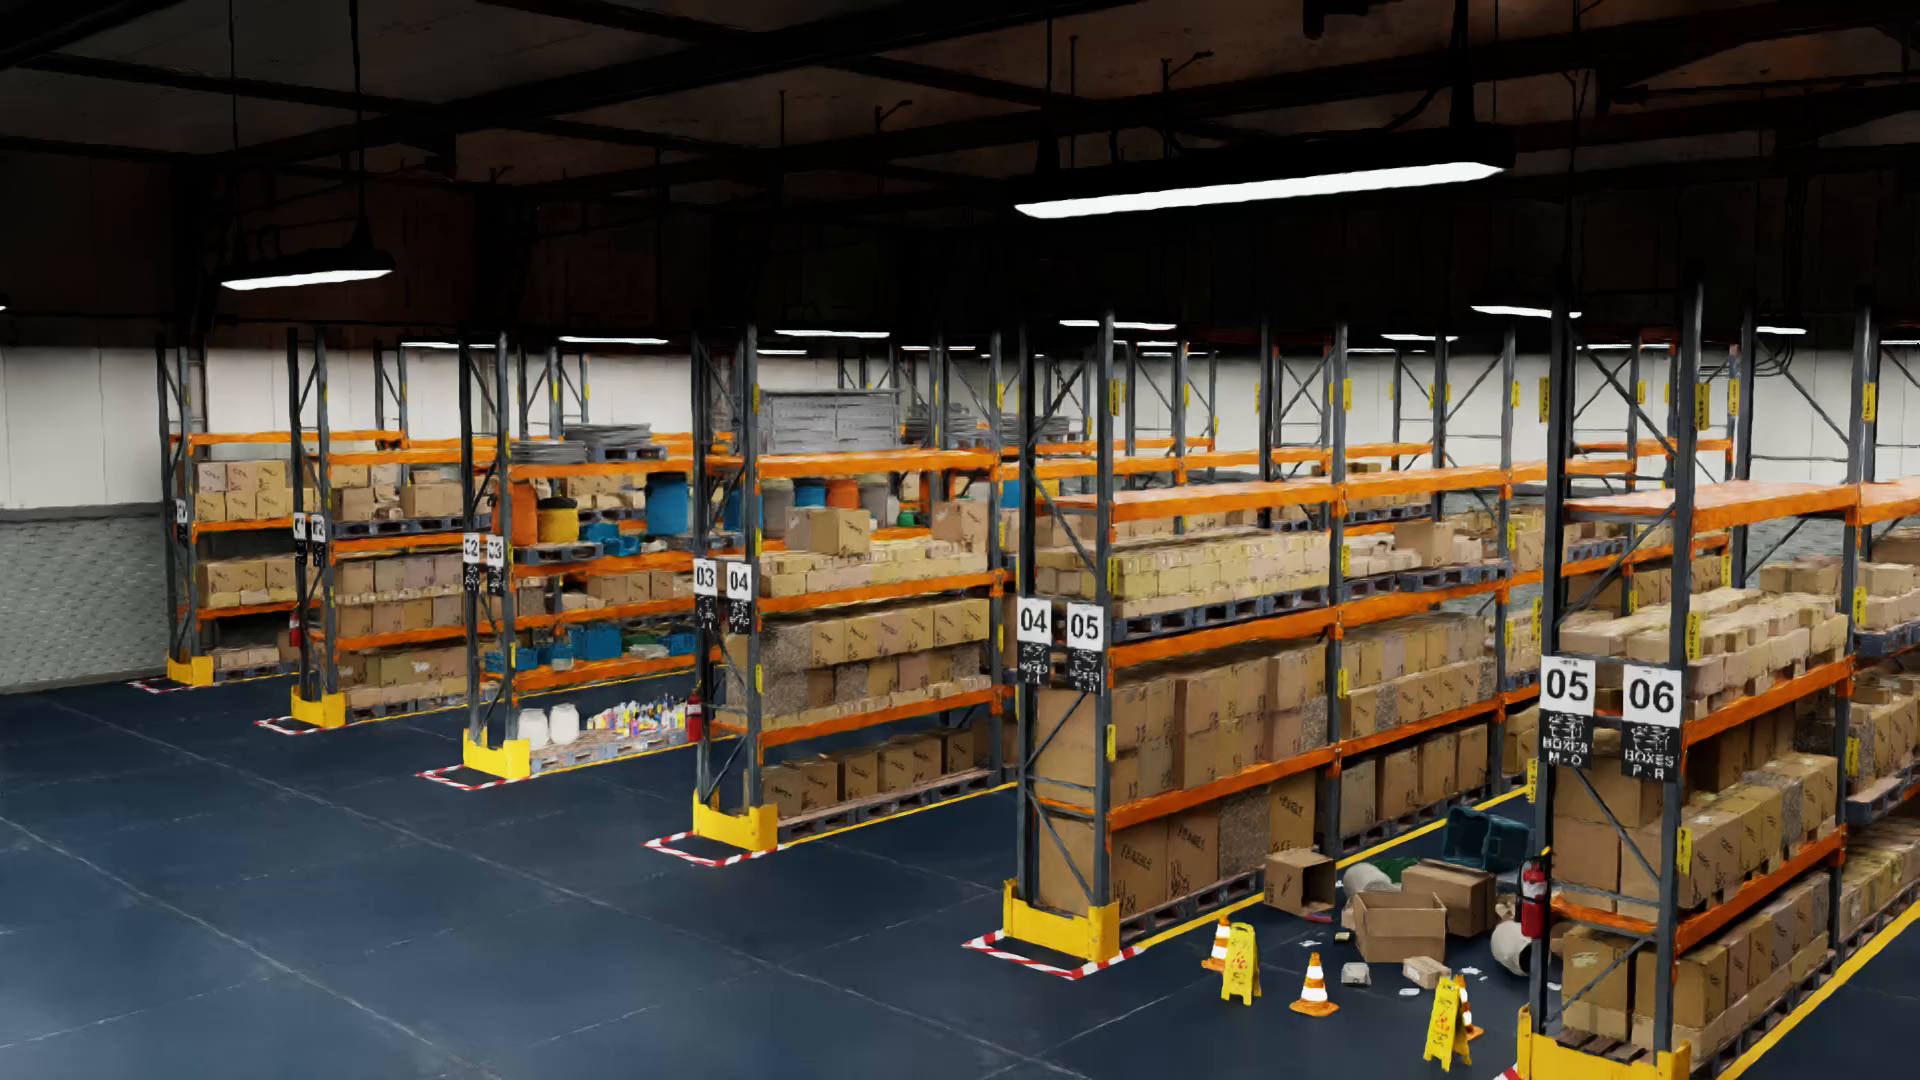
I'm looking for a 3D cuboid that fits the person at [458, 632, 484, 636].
[{"bbox_3d":[-8.593,1.633,29.166,0.474,1.567,1.083,5,7,41],"label":"person"}]
